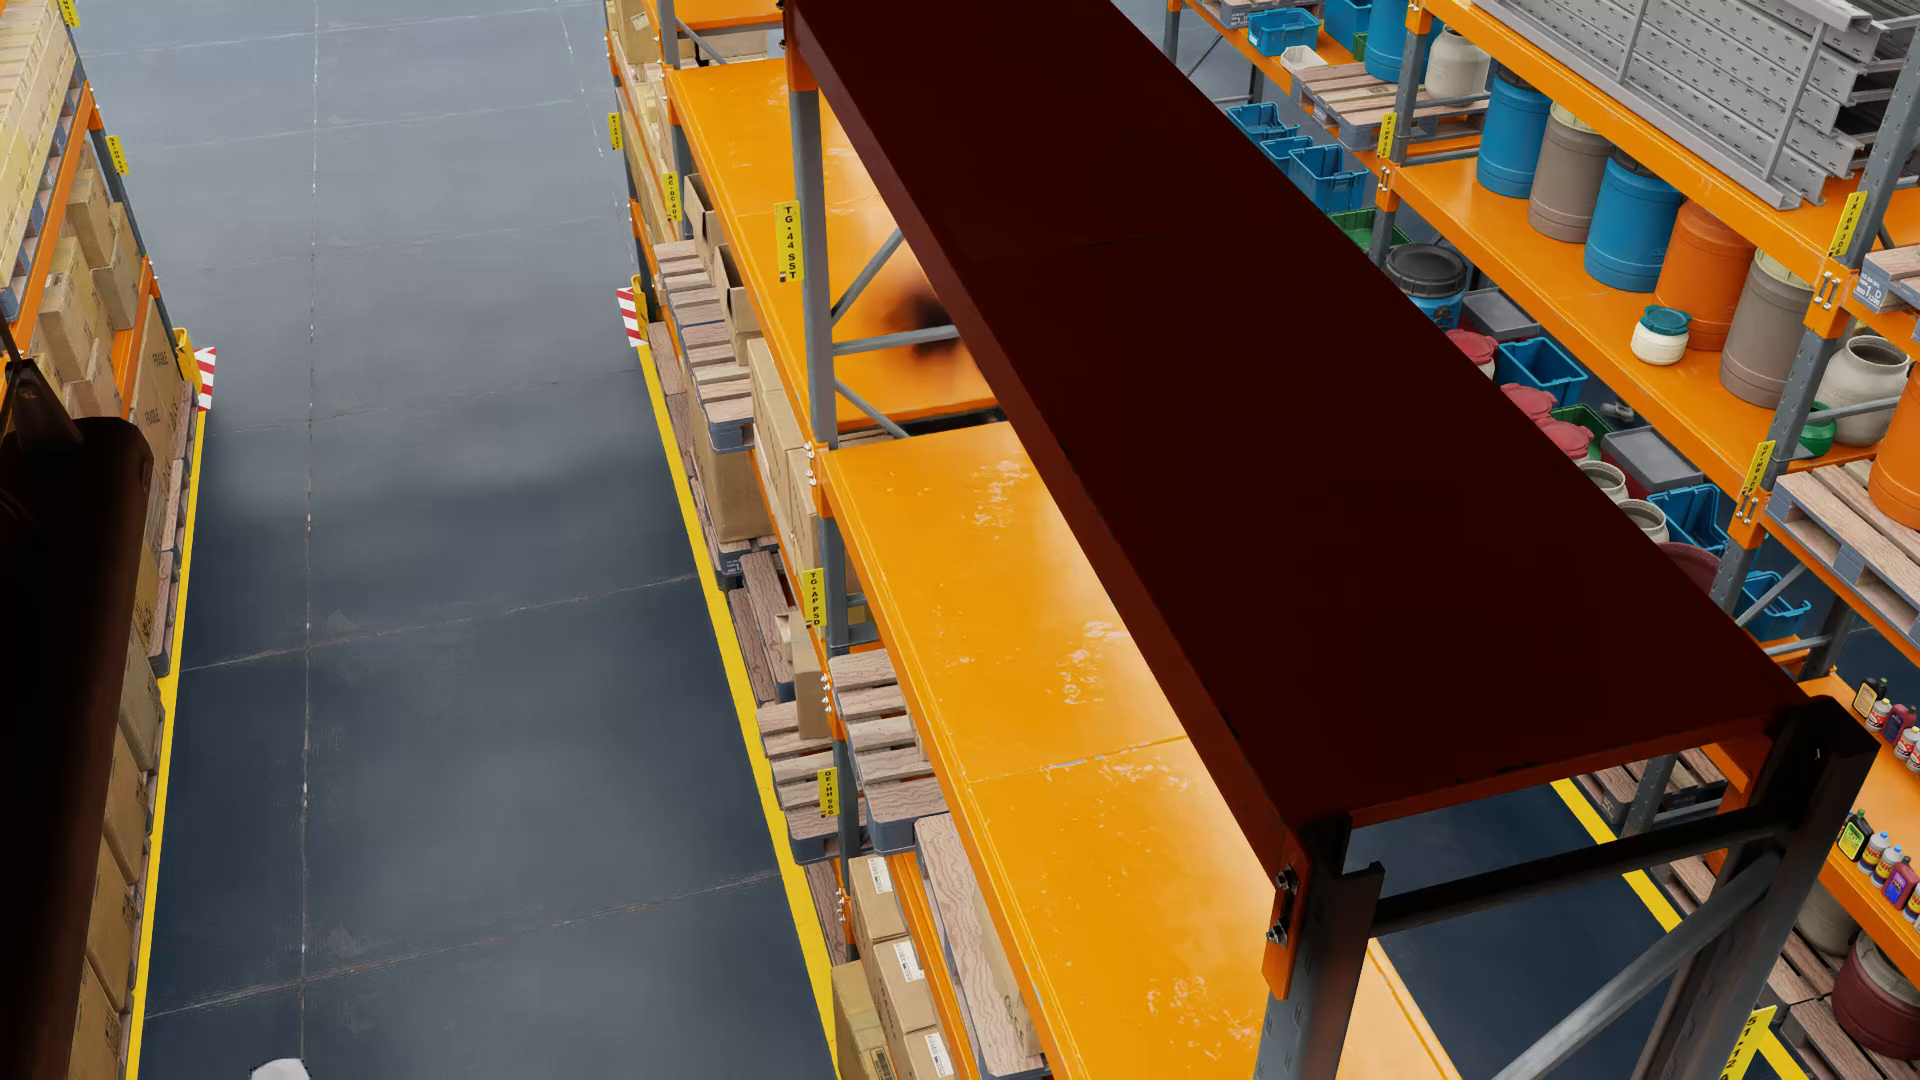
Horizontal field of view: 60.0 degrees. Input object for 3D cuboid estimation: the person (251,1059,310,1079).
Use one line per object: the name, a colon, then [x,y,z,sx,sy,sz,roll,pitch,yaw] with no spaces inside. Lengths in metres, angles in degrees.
person: [-2.820,2.814,7.410,0.665,1.751,0.561,-15,41,-18]

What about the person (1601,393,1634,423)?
person: [5.686,-1.618,13.493,0.659,1.729,0.720,-15,41,-18]
